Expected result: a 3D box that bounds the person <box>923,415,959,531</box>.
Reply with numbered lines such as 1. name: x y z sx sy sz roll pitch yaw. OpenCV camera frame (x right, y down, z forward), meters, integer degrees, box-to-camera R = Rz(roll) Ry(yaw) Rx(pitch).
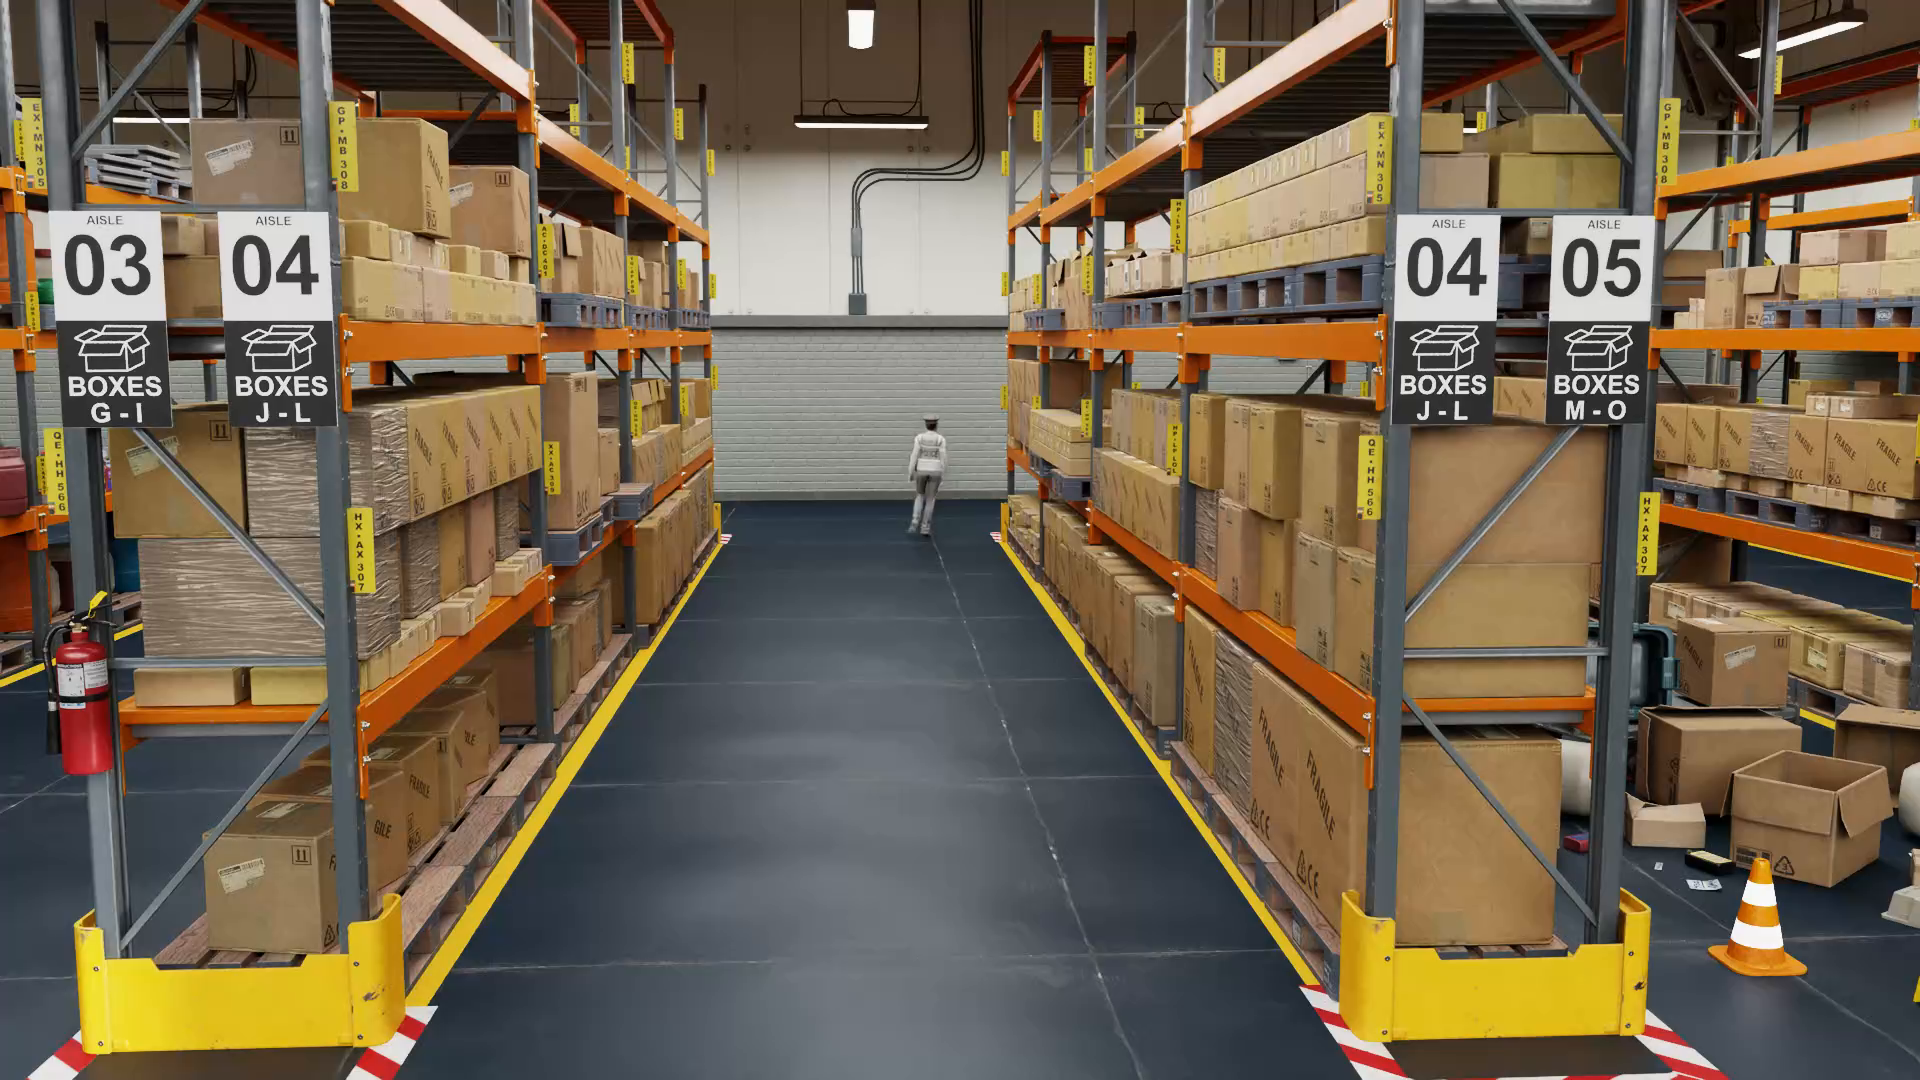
1. person: -0.290 -0.929 23.342 0.595 1.638 0.715 4 8 31
